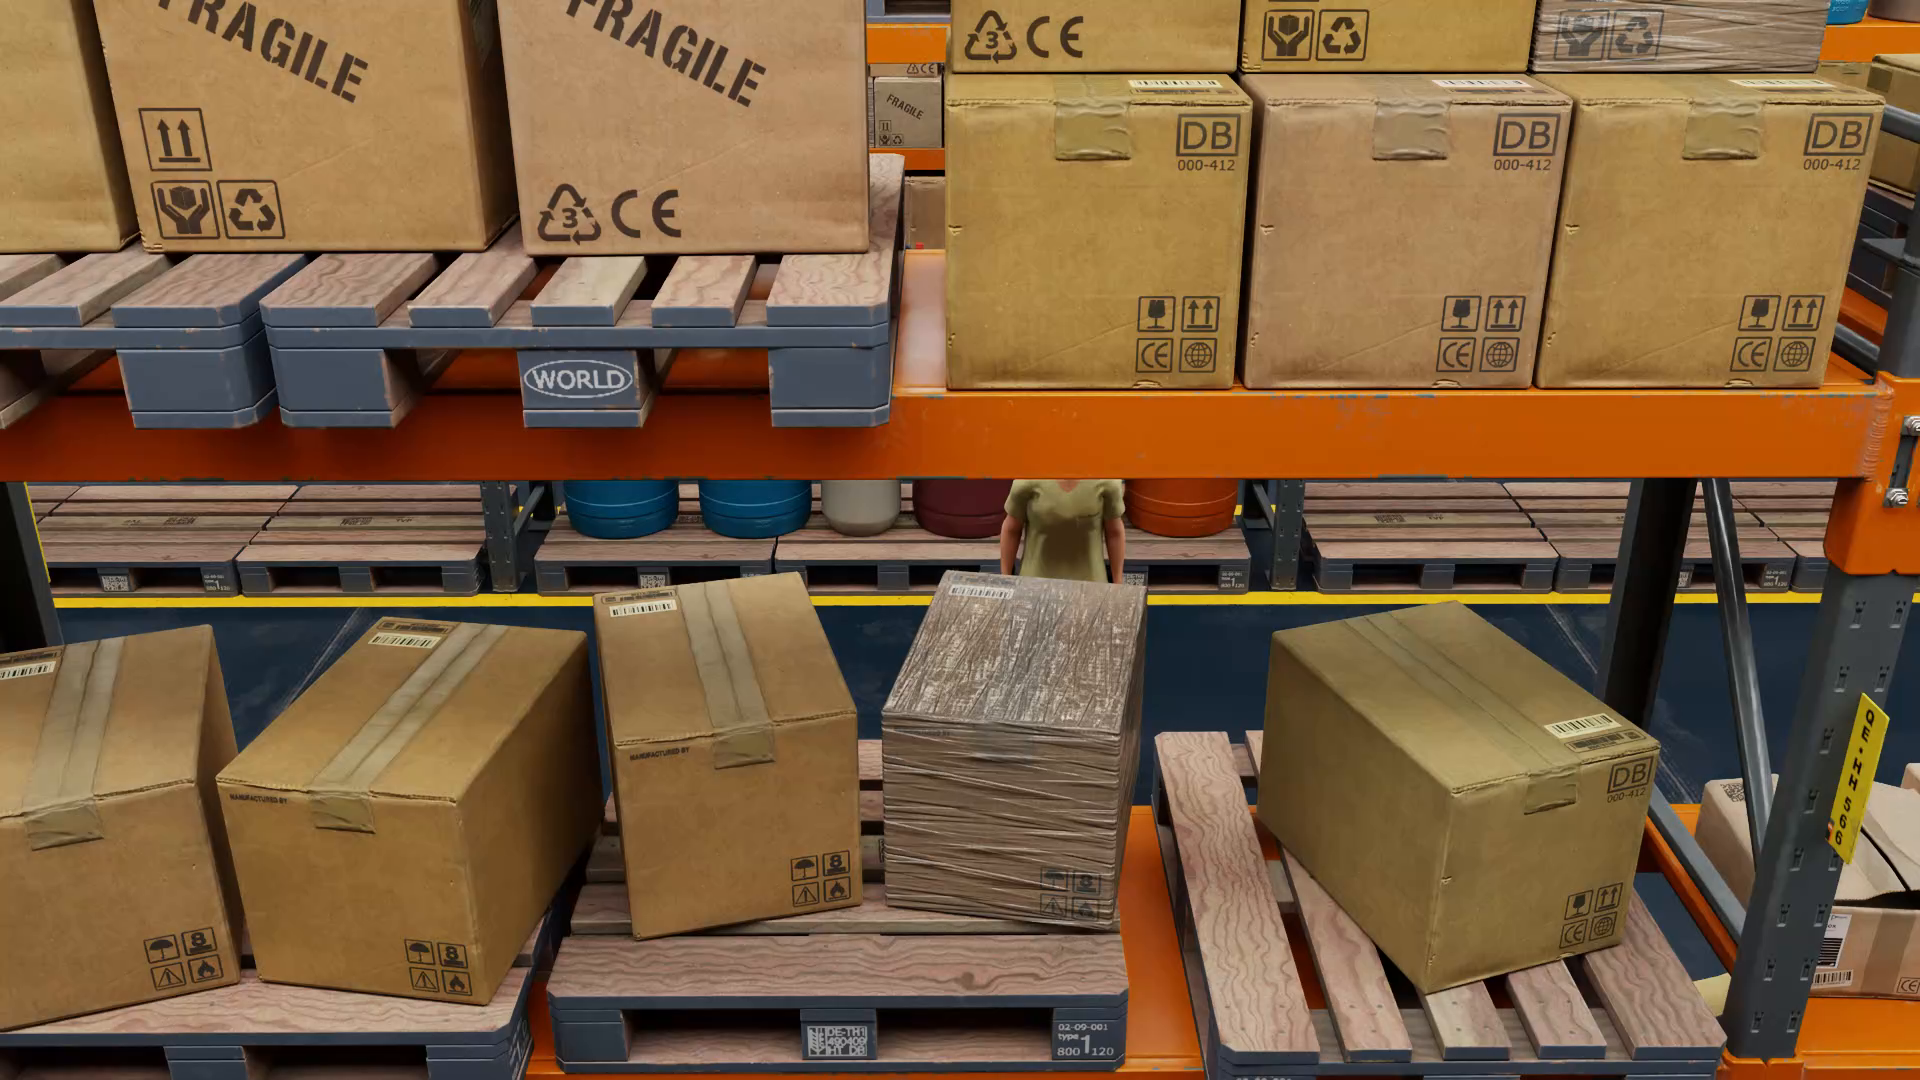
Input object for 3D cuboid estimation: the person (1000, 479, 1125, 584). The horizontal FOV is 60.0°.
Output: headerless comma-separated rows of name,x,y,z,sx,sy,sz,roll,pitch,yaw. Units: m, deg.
person,0.408,0.216,6.625,0.497,1.672,0.360,0,24,-1
